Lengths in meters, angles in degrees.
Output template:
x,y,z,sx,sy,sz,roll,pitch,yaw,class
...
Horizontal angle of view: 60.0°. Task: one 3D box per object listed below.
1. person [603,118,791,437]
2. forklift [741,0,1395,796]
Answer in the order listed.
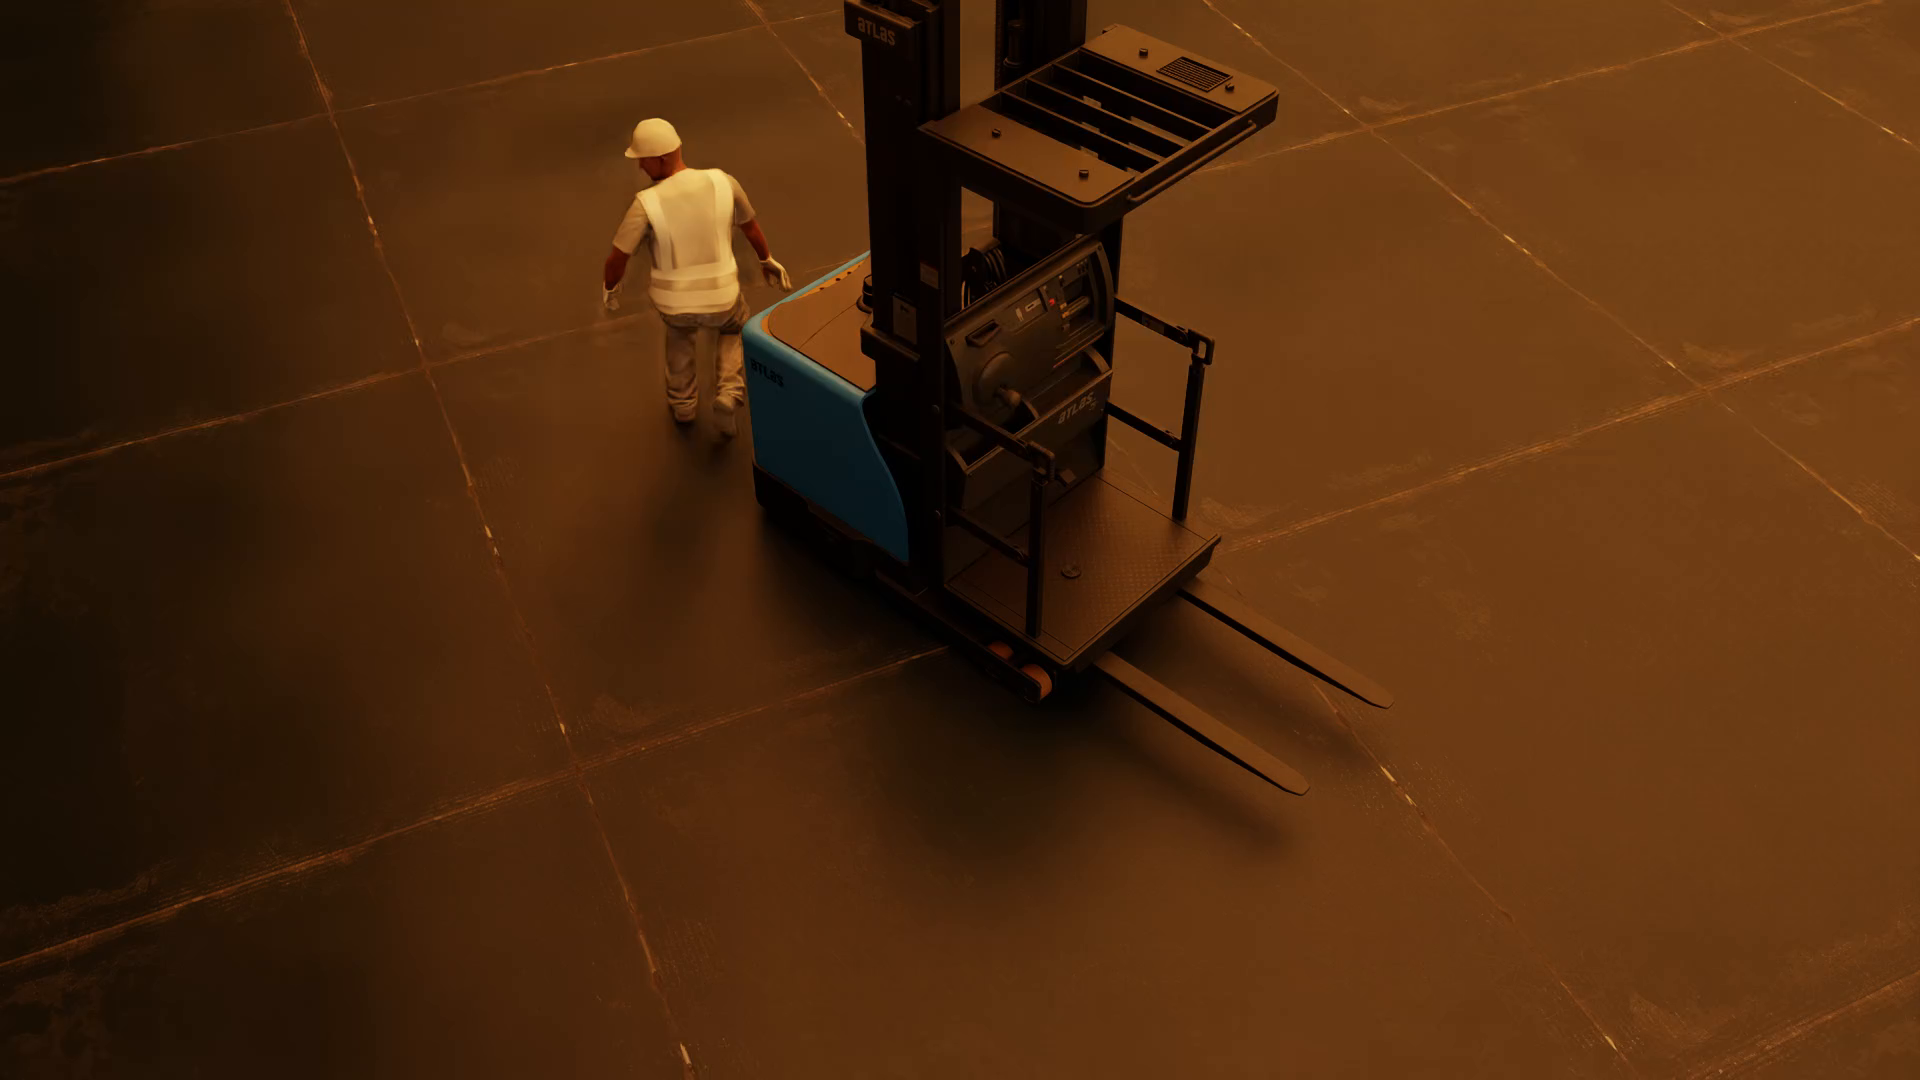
x,y,z,sx,sy,sz,roll,pitch,yaw,class
-1.262,-1.229,8.013,0.913,1.576,0.625,-9,44,-9,person
0.445,-0.788,6.525,3.031,2.935,1.130,32,52,30,forklift
